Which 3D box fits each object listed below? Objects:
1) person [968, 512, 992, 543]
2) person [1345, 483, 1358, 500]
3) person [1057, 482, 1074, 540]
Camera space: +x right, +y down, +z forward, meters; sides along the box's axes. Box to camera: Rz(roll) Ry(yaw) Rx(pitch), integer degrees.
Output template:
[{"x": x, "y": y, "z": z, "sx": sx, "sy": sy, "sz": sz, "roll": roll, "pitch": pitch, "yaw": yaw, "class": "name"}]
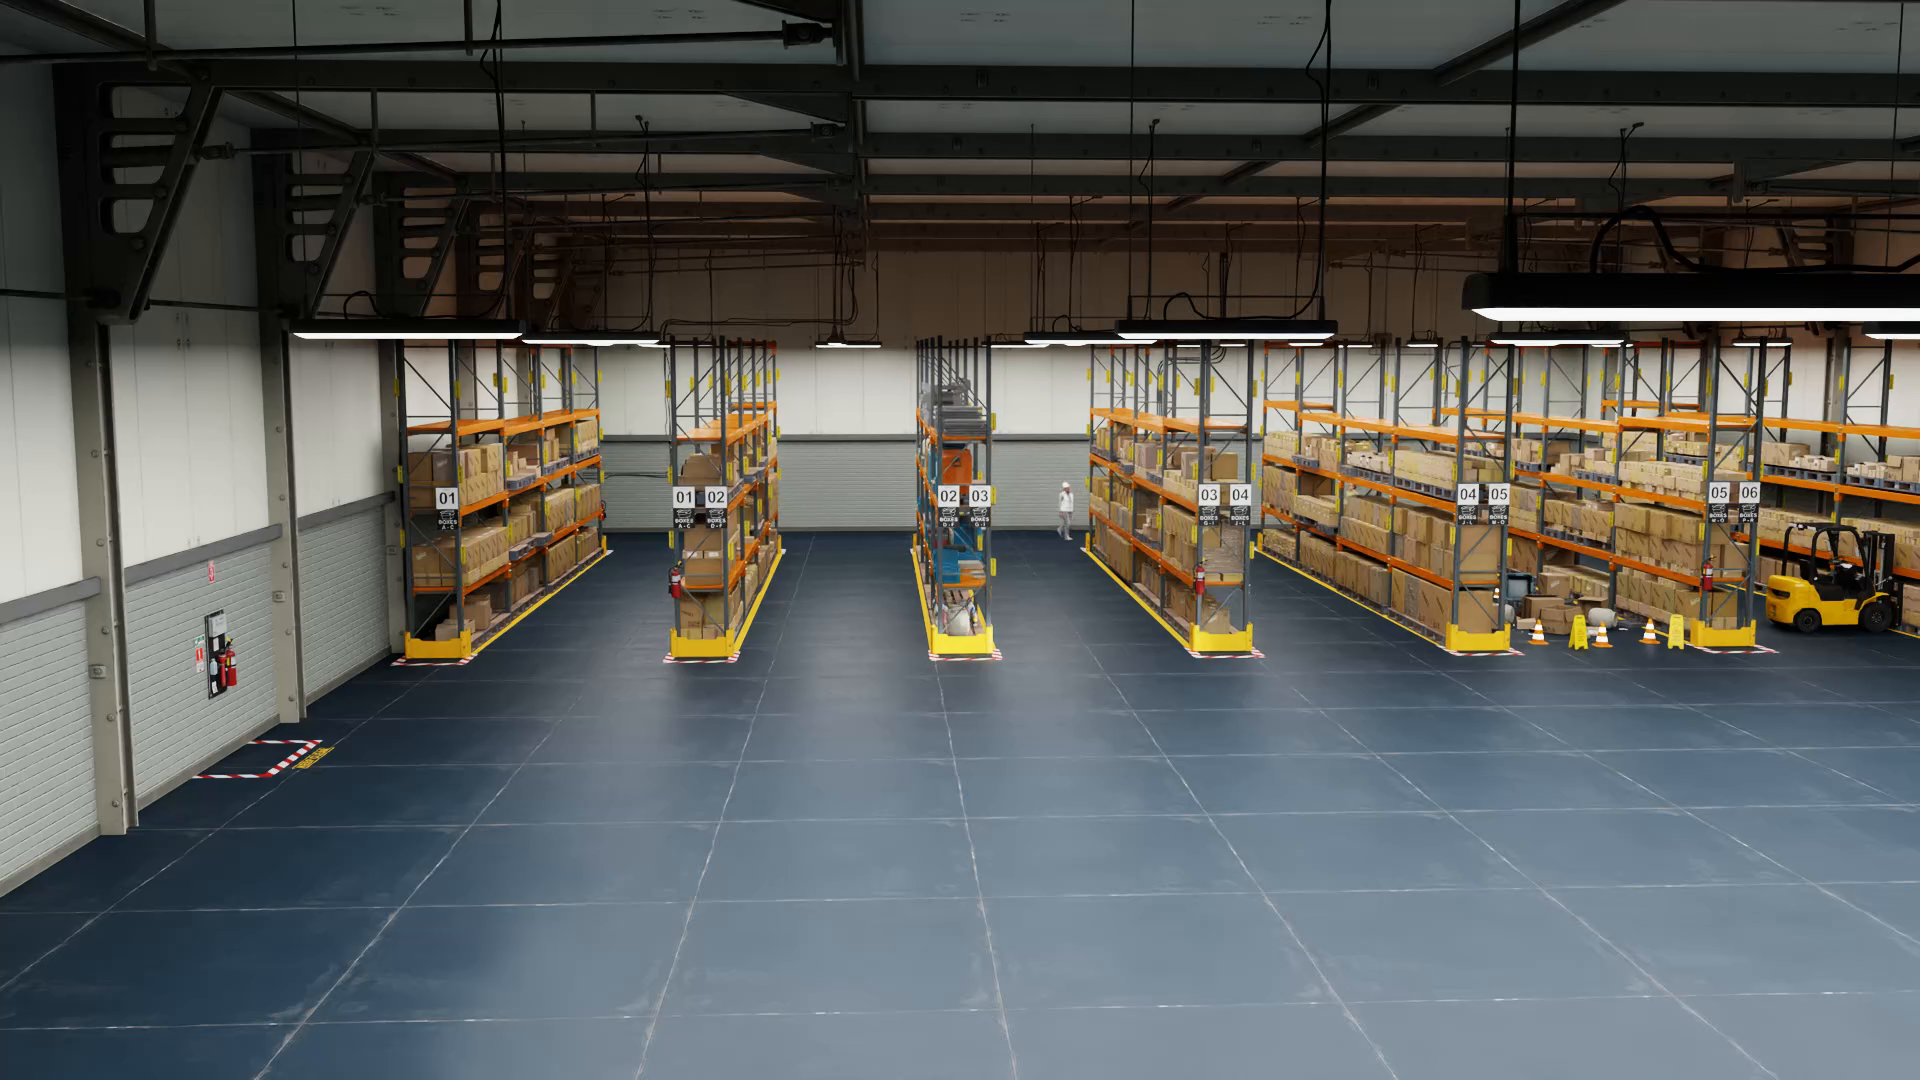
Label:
[{"x": 0.518, "y": -0.283, "z": 45.169, "sx": 0.585, "sy": 1.738, "sz": 1.087, "roll": -2, "pitch": 7, "yaw": -18, "class": "person"}, {"x": 12.228, "y": -1.002, "z": 51.862, "sx": 0.755, "sy": 1.648, "sz": 0.455, "roll": -6, "pitch": 9, "yaw": -40, "class": "person"}, {"x": 3.188, "y": -0.882, "z": 50.325, "sx": 0.673, "sy": 1.760, "sz": 0.530, "roll": 5, "pitch": 8, "yaw": 38, "class": "person"}]
